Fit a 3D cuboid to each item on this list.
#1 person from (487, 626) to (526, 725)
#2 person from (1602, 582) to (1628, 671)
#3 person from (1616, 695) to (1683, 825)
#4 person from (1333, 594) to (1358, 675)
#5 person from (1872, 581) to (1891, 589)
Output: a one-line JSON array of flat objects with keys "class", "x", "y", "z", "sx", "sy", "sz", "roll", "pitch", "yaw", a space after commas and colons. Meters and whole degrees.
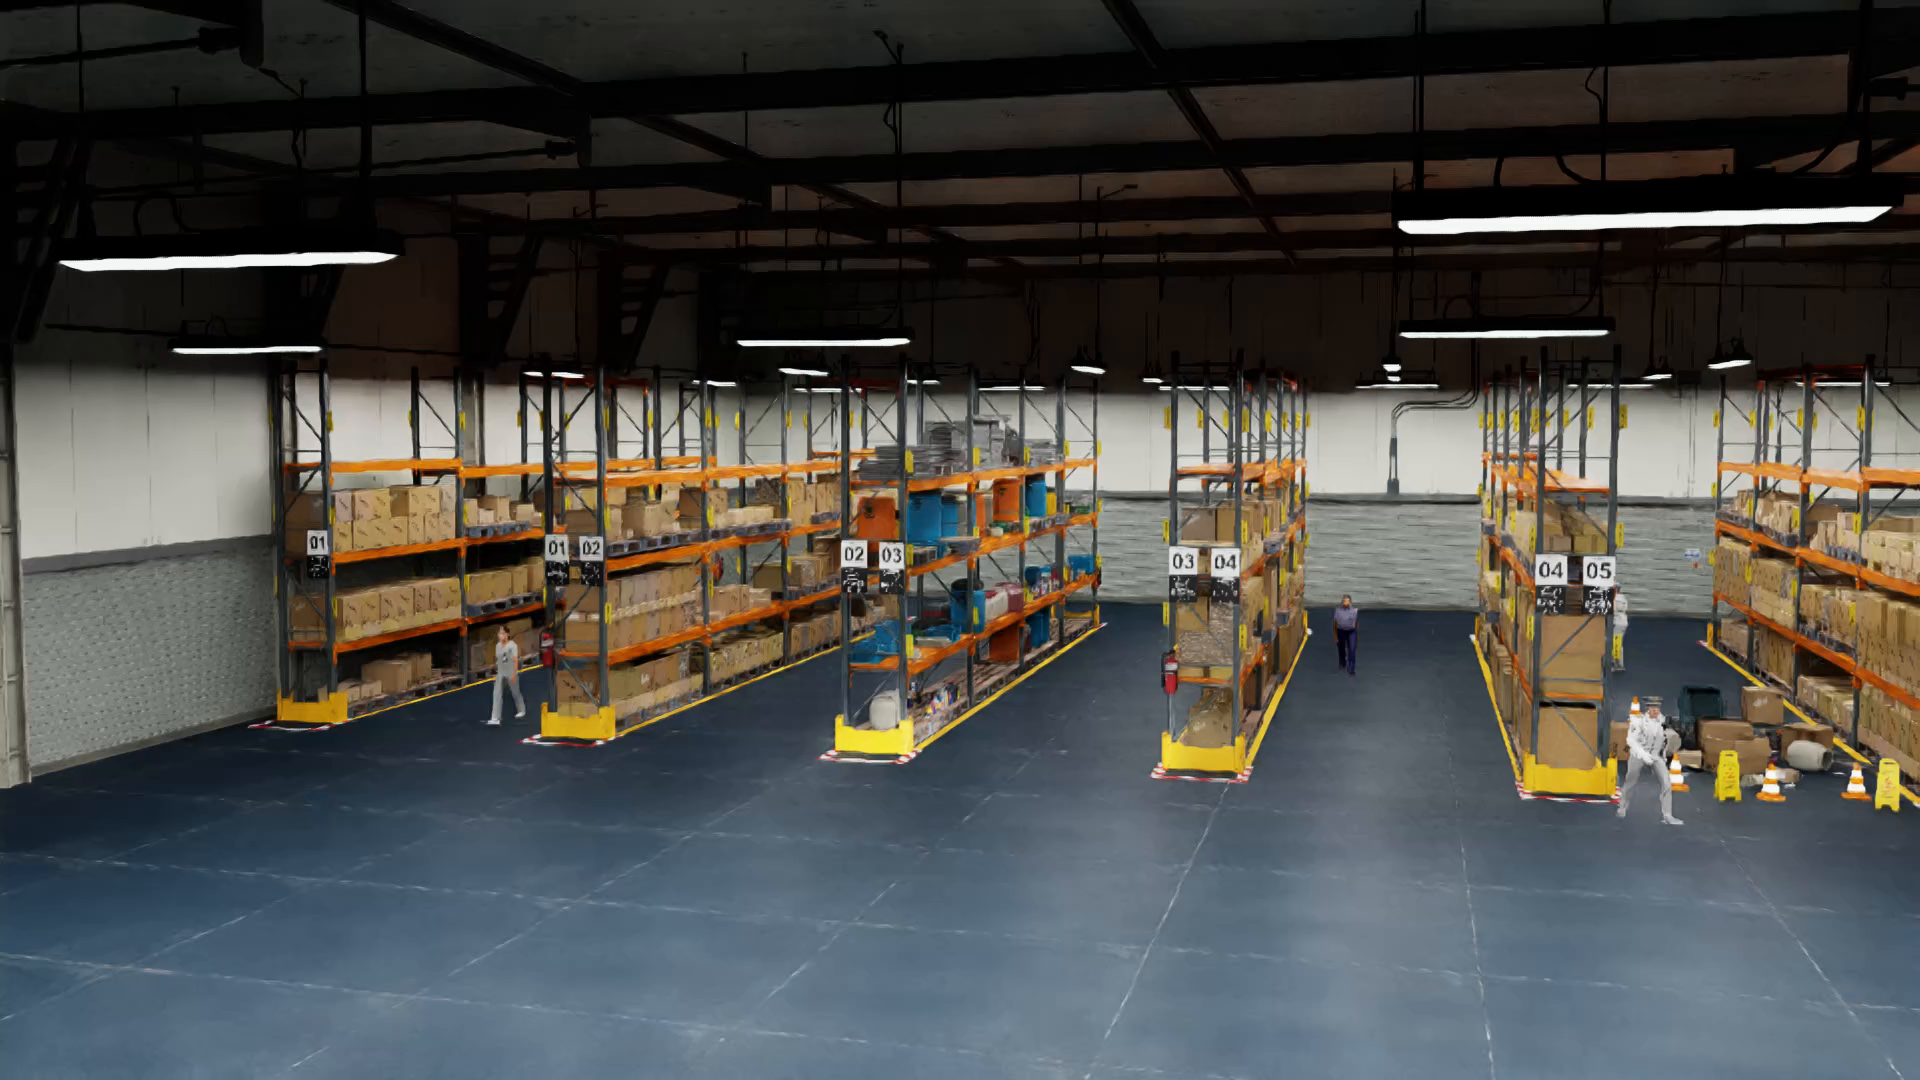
[{"class": "person", "x": -7.482, "y": 2.215, "z": 27.493, "sx": 0.453, "sy": 1.612, "sz": 1.019, "roll": 1, "pitch": 4, "yaw": 14}, {"class": "person", "x": 13.123, "y": 1.715, "z": 33.370, "sx": 0.584, "sy": 1.748, "sz": 0.654, "roll": 4, "pitch": 6, "yaw": 45}, {"class": "person", "x": 8.564, "y": 2.700, "z": 20.724, "sx": 0.639, "sy": 1.610, "sz": 0.808, "roll": 0, "pitch": 4, "yaw": -1}, {"class": "person", "x": 7.615, "y": 1.844, "z": 32.857, "sx": 0.479, "sy": 1.567, "sz": 1.090, "roll": 1, "pitch": 4, "yaw": 17}, {"class": "person", "x": 21.968, "y": 1.359, "z": 39.599, "sx": 0.463, "sy": 1.574, "sz": 0.530, "roll": -1, "pitch": 4, "yaw": -17}]
